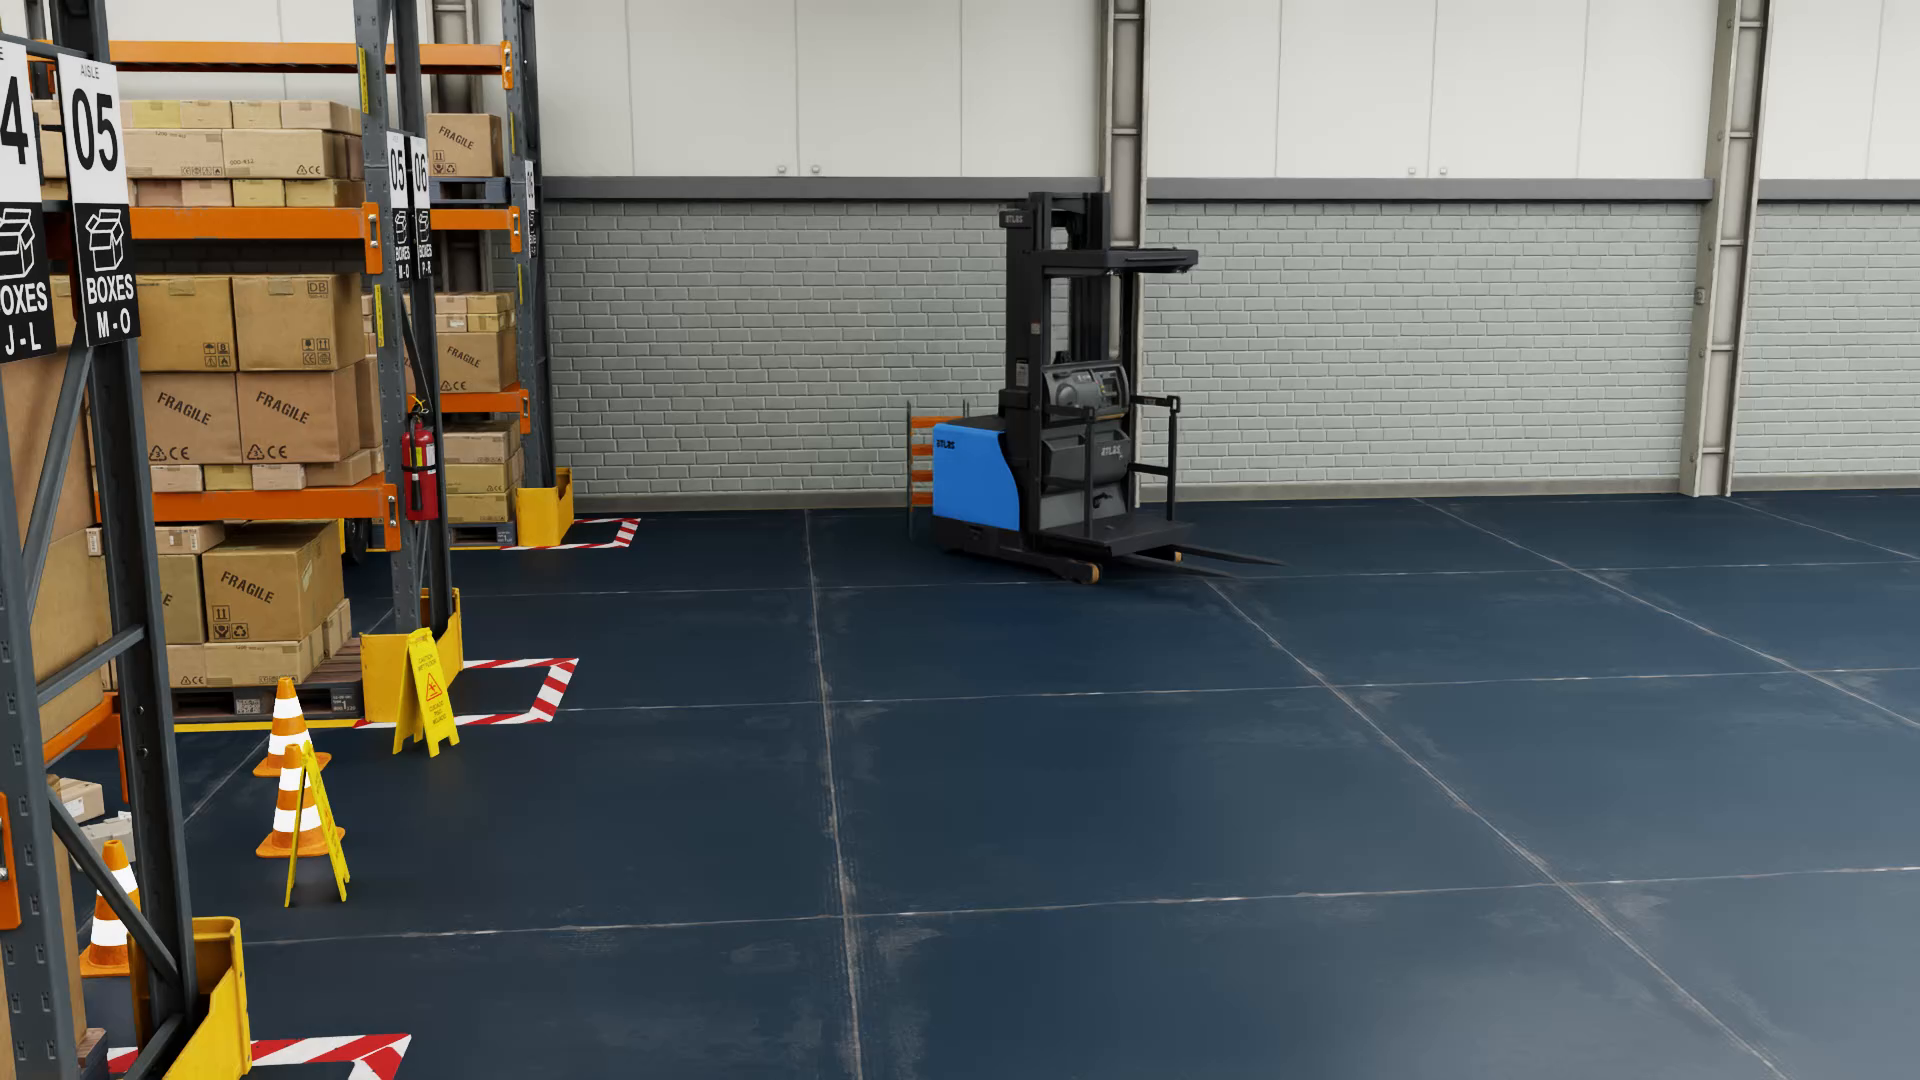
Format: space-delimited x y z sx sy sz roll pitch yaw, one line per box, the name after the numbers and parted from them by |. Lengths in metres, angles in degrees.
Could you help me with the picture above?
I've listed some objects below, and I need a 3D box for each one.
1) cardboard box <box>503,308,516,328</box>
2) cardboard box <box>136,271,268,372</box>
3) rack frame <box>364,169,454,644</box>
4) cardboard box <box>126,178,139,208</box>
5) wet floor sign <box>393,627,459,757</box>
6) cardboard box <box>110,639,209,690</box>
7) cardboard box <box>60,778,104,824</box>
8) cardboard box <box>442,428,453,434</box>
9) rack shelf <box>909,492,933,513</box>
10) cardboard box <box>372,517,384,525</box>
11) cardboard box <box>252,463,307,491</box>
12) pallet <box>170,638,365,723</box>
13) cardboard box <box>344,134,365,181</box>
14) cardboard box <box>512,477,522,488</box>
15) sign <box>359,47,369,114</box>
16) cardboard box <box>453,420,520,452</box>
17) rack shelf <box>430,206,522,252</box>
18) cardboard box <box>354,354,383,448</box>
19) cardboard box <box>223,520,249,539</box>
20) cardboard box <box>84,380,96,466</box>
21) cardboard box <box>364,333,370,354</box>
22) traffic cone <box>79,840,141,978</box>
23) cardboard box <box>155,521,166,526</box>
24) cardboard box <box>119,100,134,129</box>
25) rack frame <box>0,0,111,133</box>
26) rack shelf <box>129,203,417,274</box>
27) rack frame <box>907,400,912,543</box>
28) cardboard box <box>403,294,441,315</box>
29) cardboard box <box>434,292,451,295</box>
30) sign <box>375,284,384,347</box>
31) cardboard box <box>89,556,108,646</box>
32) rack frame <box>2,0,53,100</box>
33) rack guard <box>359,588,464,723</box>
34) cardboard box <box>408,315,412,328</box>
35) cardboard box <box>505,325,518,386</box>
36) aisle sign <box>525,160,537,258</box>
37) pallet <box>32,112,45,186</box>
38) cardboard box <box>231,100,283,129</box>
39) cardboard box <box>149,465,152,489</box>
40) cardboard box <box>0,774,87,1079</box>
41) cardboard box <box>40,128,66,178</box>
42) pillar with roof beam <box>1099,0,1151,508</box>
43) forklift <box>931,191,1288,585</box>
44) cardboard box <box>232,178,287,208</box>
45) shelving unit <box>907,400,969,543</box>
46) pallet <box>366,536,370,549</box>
-4.026 -1.936 14.498 0.250 0.149 0.380 -1 11 -8 | cardboard box
-4.109 -1.198 9.063 0.500 0.500 0.700 -1 11 -6 | cardboard box
-3.121 -0.574 9.512 0.127 3.000 1.000 -1 11 -6 | rack frame
-4.459 -1.844 8.848 0.250 0.149 0.380 -1 11 -7 | cardboard box
-2.817 0.782 8.715 0.232 0.644 0.267 3 11 14 | wet floor sign
-4.411 0.647 9.341 0.500 0.250 0.500 -1 11 -6 | cardboard box
-4.205 1.240 7.677 0.250 0.149 0.380 5 12 23 | cardboard box
-4.592 -0.792 14.068 0.500 0.250 0.500 -1 11 -5 | cardboard box
-0.191 -0.328 14.305 0.480 0.148 0.258 -2 11 -8 | rack shelf
-5.088 -0.295 14.132 0.500 0.250 0.500 -1 11 -5 | cardboard box
-3.710 -0.375 9.152 0.250 0.149 0.380 -1 11 -7 | cardboard box
-4.008 0.806 9.721 1.213 0.211 1.003 -1 11 -6 | pallet
-3.650 -2.159 9.415 0.500 0.250 0.500 -1 11 -7 | cardboard box
-4.170 -0.410 14.717 0.500 0.250 0.500 -1 11 -6 | cardboard box
-3.081 -2.373 8.593 0.005 0.325 0.100 -1 11 -6 | sign
-4.159 -0.900 14.615 0.500 0.250 0.500 -1 11 -7 | cardboard box
-5.649 -2.603 13.921 4.000 0.370 1.077 -1 11 -6 | rack shelf
-3.622 -0.812 9.694 0.500 0.500 0.500 -1 11 -7 | cardboard box
-4.496 0.177 9.785 0.500 0.500 0.500 -2 11 -8 | cardboard box
-4.627 -0.686 9.049 0.500 0.500 0.500 -1 11 -6 | cardboard box
-5.148 -1.494 13.935 0.500 0.500 0.500 -1 11 -7 | cardboard box
-3.167 1.357 6.267 0.334 0.463 0.336 -1 11 -6 | traffic cone
-4.497 -0.025 9.134 0.250 0.149 0.380 -1 11 -5 | cardboard box
-4.439 -2.244 8.815 0.250 0.149 0.380 -1 11 -6 | cardboard box
-2.486 -2.570 4.115 0.127 3.000 1.000 -1 11 -6 | rack frame
-5.109 -1.651 9.080 4.000 0.370 1.077 -1 11 -6 | rack shelf
-0.433 -0.583 14.221 0.015 1.200 0.240 -2 11 -8 | rack frame
-4.493 -1.969 13.898 0.250 0.149 0.380 -1 11 -5 | cardboard box
-4.543 -2.066 14.388 0.250 0.149 0.380 -1 11 -5 | cardboard box
-3.081 -1.190 8.826 0.005 0.325 0.100 -1 11 -6 | sign
-4.910 0.289 9.219 0.500 0.500 0.500 -1 11 -7 | cardboard box
-7.637 -4.386 13.351 0.127 3.000 1.000 -1 11 -6 | rack frame
-3.197 0.654 9.745 0.348 0.500 1.175 -1 11 -6 | rack guard
-4.491 -1.827 13.947 0.250 0.149 0.380 -1 11 -5 | cardboard box
-4.183 -1.618 14.562 0.500 0.500 0.500 -1 11 -4 | cardboard box
-3.564 -2.746 13.823 0.004 0.787 0.394 -1 11 -6 | aisle sign
-3.222 -1.038 4.324 1.213 0.211 1.003 -1 11 -6 | pallet
-3.686 -2.252 8.856 0.250 0.149 0.380 -1 11 -5 | cardboard box
-4.489 -0.385 9.199 0.250 0.149 0.380 -1 11 -5 | cardboard box
-3.153 1.237 4.722 0.875 0.875 0.875 -1 11 -6 | cardboard box
-4.616 -2.034 8.779 0.500 0.250 0.500 -1 11 -4 | cardboard box
1.979 -3.927 11.016 0.400 9.000 9.100 -1 11 -6 | pillar with roof beam
1.143 -1.209 12.922 1.130 2.935 3.031 -11 15 -43 | forklift
-3.689 -1.850 8.877 0.250 0.149 0.380 -1 11 -6 | cardboard box
-0.191 -0.589 14.254 0.503 1.200 0.258 -2 11 -8 | shelving unit
-5.627 -0.109 14.374 1.213 0.211 1.003 -1 11 -6 | pallet
